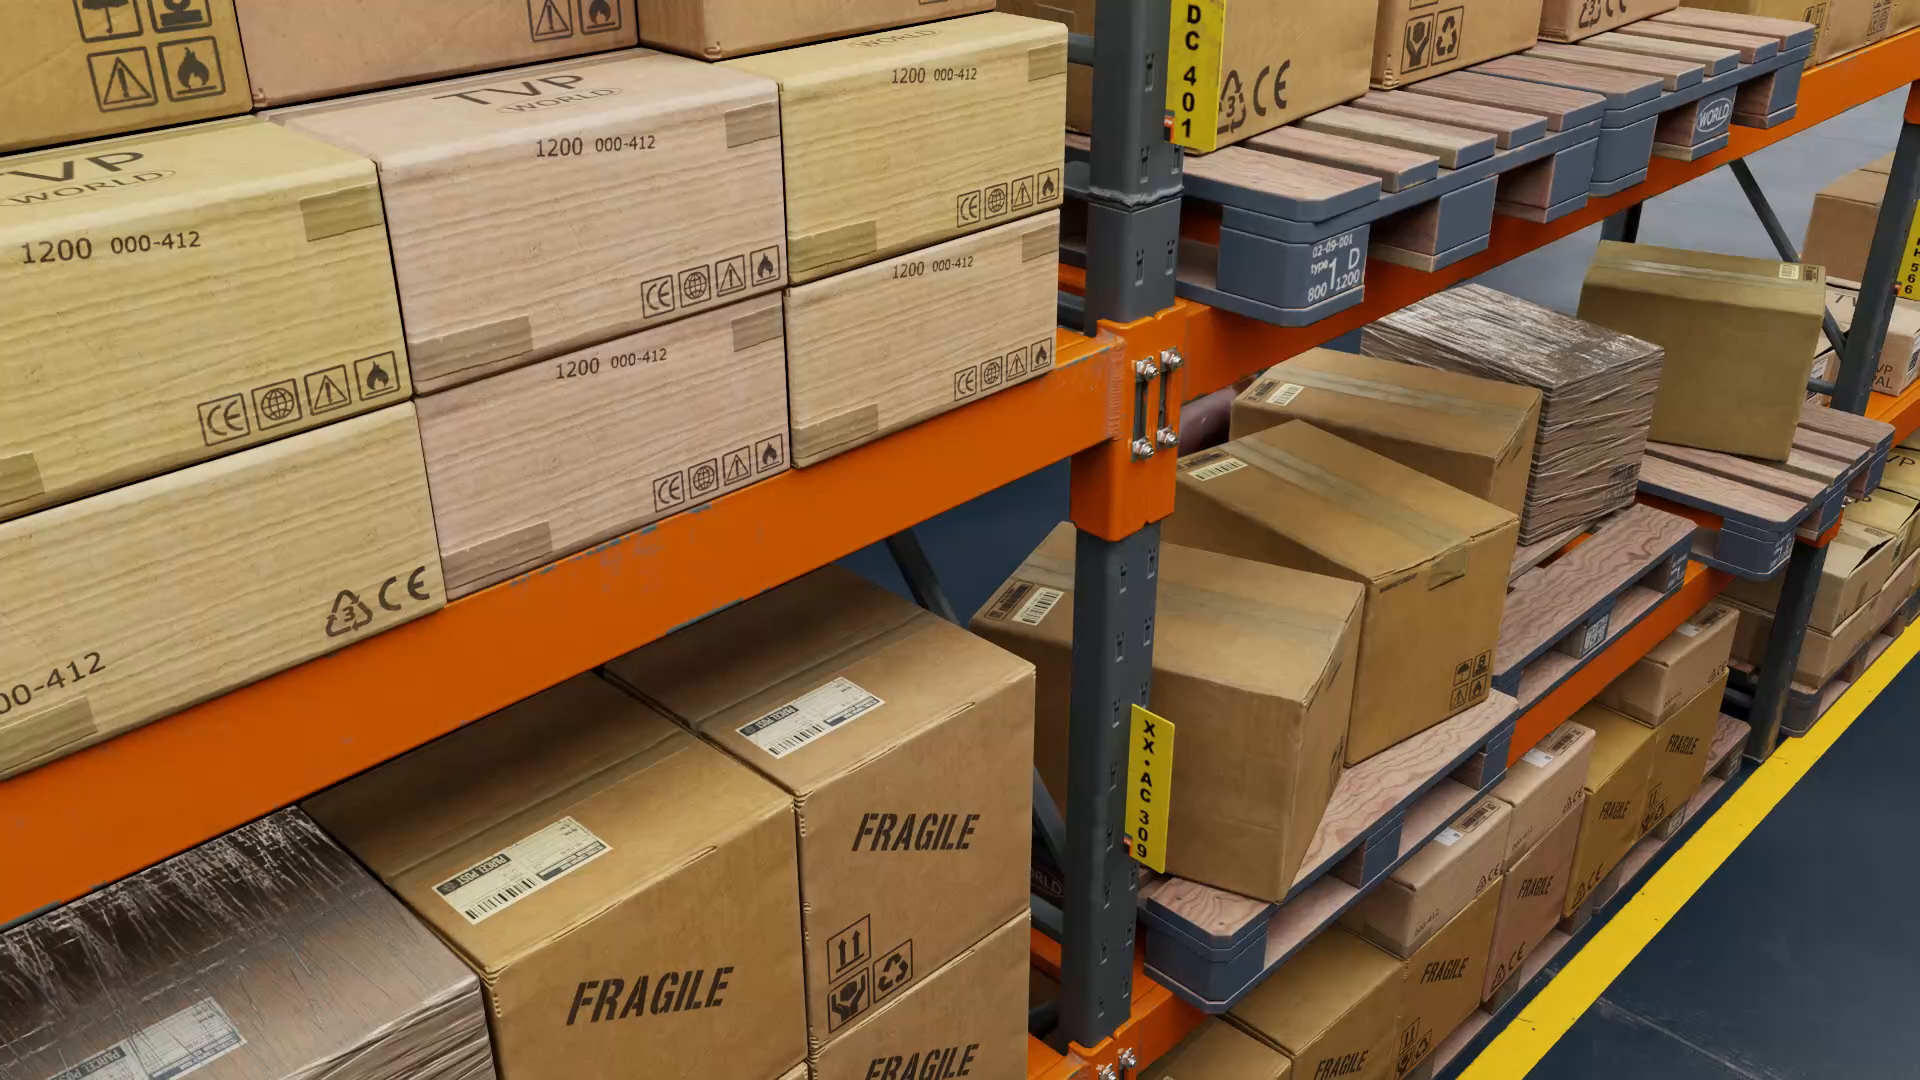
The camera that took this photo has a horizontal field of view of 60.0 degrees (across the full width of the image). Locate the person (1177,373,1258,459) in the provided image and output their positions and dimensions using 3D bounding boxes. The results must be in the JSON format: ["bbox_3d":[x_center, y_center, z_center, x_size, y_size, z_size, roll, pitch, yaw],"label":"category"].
[{"bbox_3d":[0.974,-0.162,7.221,0.590,1.064,0.942,22,35,36],"label":"person"}]
